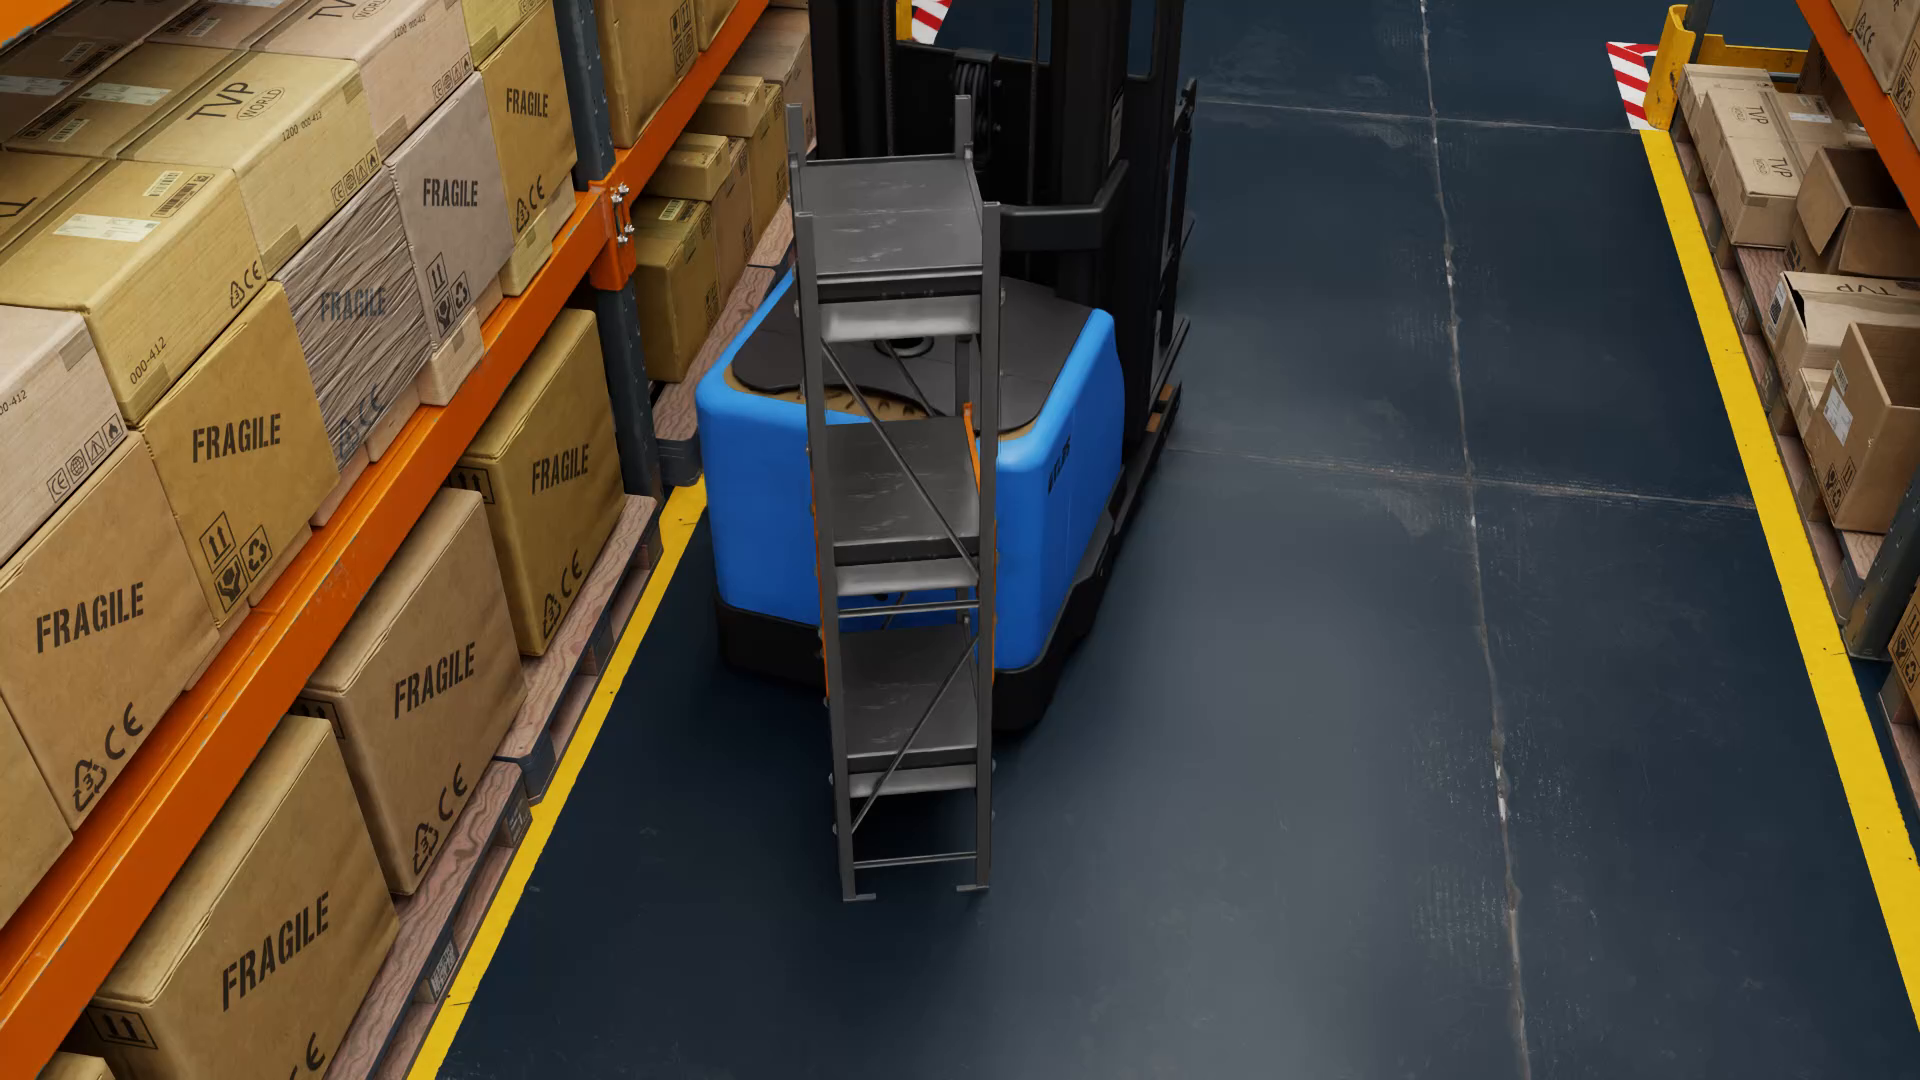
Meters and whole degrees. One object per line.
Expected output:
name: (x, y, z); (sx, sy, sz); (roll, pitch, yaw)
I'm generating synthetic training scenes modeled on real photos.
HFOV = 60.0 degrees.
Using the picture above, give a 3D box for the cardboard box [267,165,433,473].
cardboard box: (-1.554, -0.512, 3.688); (0.500, 0.500, 0.500); (6, 40, 8)

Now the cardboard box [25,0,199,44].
cardboard box: (-1.969, -1.165, 3.889); (0.500, 0.250, 0.500); (7, 40, 8)

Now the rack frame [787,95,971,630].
rack frame: (-0.176, -0.144, 4.276); (0.400, 2.100, 0.015); (-4, 40, -5)

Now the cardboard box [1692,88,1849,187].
cardboard box: (3.563, -1.757, 7.334); (0.500, 0.250, 0.500); (6, 40, 8)

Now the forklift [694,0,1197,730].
forklift: (0.196, -1.509, 5.275); (1.130, 2.935, 3.031); (12, 41, 14)

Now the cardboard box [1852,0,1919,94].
cardboard box: (3.339, -1.787, 5.479); (0.500, 0.500, 0.500); (7, 40, 9)

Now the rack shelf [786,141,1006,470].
rack shelf: (-0.148, -0.519, 3.652); (0.431, 0.518, 0.480); (-4, 40, -5)

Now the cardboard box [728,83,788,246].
cardboard box: (-1.137, -1.598, 6.961); (0.700, 0.500, 0.500); (7, 40, 9)

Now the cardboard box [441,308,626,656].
cardboard box: (-1.533, -0.215, 5.014); (0.750, 0.750, 0.750); (7, 40, 8)

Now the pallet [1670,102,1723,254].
pallet: (3.873, -1.648, 7.578); (1.003, 0.211, 1.213); (6, 40, 8)

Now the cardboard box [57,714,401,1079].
cardboard box: (-1.827, 0.877, 3.693); (0.750, 0.750, 0.750); (6, 40, 7)

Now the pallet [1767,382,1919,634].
pallet: (3.450, -0.117, 5.726); (1.003, 0.211, 1.213); (6, 40, 8)

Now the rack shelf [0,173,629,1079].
rack shelf: (-1.895, 0.228, 3.685); (1.077, 0.370, 4.000); (6, 40, 8)

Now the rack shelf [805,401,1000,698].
rack shelf: (-0.148, 0.021, 4.098); (0.431, 0.518, 0.480); (-4, 40, -5)

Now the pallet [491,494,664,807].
pallet: (-1.608, 0.263, 5.266); (1.003, 0.211, 1.213); (6, 40, 8)

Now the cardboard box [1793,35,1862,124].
cardboard box: (4.171, -2.109, 7.563); (0.500, 0.500, 0.500); (6, 40, 8)

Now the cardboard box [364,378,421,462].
cardboard box: (-1.534, -0.335, 3.983); (0.380, 0.149, 0.250); (6, 40, 8)

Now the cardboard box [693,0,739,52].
cardboard box: (-1.307, -2.216, 5.841); (0.980, 0.700, 0.700); (5, 40, 7)

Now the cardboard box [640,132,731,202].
cardboard box: (-1.080, -1.406, 6.219); (0.380, 0.149, 0.250); (8, 40, 9)

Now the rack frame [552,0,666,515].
rack frame: (-1.549, -1.304, 4.974); (1.000, 3.000, 0.127); (6, 40, 8)

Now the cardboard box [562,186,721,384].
cardboard box: (-1.319, -0.961, 6.190); (0.700, 0.500, 0.500); (7, 40, 8)

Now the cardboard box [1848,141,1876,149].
cardboard box: (3.977, -1.419, 6.925); (0.500, 0.250, 0.500); (6, 40, 8)

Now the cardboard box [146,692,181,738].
cardboard box: (-1.761, 0.303, 3.210); (0.380, 0.149, 0.250); (7, 40, 8)

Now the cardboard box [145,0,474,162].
cardboard box: (-1.476, -1.113, 3.826); (0.500, 0.250, 0.500); (7, 40, 9)

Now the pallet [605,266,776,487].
pallet: (-1.340, -0.698, 6.429); (1.003, 0.211, 1.213); (6, 40, 8)

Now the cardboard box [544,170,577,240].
cardboard box: (-1.329, -0.972, 4.753); (0.380, 0.149, 0.250); (7, 40, 8)

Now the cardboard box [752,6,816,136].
cardboard box: (-0.966, -2.249, 7.748); (0.700, 0.500, 0.500); (6, 40, 8)

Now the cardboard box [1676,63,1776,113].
cardboard box: (3.612, -2.117, 7.848); (0.380, 0.149, 0.250); (6, 40, 8)

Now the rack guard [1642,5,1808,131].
rack guard: (4.010, -2.260, 8.091); (1.175, 0.500, 0.348); (6, 40, 8)

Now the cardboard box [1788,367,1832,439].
cardboard box: (3.156, -0.462, 5.847); (0.380, 0.149, 0.250); (6, 40, 8)

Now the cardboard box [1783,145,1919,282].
cardboard box: (3.651, -1.148, 6.398); (0.797, 0.503, 0.637); (6, 40, 8)

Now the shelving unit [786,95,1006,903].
shelving unit: (-0.148, 0.010, 4.090); (0.431, 2.100, 0.503); (-4, 40, -5)

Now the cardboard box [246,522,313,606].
cardboard box: (-1.649, -0.014, 3.594); (0.380, 0.149, 0.250); (8, 40, 9)

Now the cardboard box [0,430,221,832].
cardboard box: (-1.718, 0.129, 2.912); (0.500, 0.500, 0.500); (6, 40, 7)

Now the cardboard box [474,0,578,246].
cardboard box: (-1.381, -1.148, 4.457); (0.500, 0.500, 0.500); (6, 40, 7)

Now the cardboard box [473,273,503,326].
cardboard box: (-1.438, -0.653, 4.368); (0.380, 0.149, 0.250); (8, 40, 9)

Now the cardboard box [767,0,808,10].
cardboard box: (-0.766, -2.552, 7.605); (0.380, 0.149, 0.250); (7, 40, 9)

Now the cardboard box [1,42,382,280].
cardboard box: (-1.564, -0.793, 3.439); (0.500, 0.250, 0.500); (7, 40, 9)
